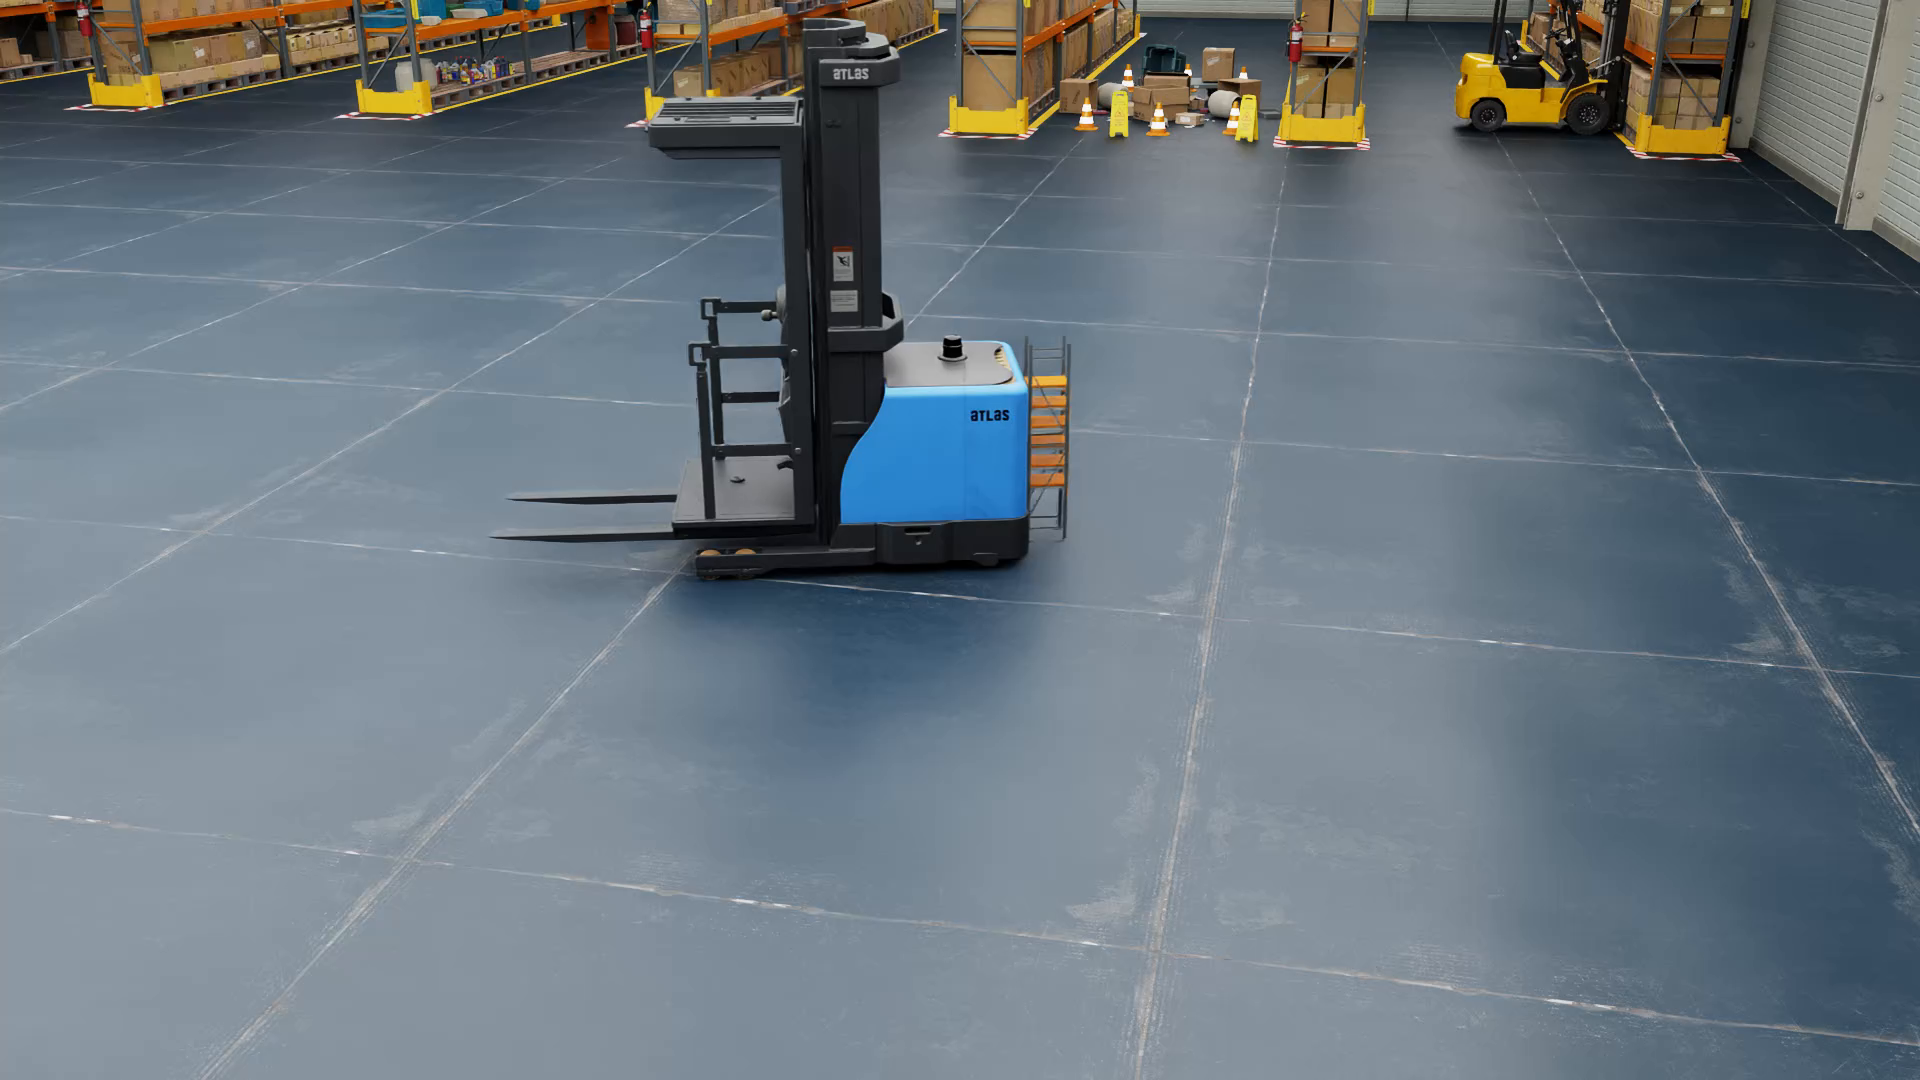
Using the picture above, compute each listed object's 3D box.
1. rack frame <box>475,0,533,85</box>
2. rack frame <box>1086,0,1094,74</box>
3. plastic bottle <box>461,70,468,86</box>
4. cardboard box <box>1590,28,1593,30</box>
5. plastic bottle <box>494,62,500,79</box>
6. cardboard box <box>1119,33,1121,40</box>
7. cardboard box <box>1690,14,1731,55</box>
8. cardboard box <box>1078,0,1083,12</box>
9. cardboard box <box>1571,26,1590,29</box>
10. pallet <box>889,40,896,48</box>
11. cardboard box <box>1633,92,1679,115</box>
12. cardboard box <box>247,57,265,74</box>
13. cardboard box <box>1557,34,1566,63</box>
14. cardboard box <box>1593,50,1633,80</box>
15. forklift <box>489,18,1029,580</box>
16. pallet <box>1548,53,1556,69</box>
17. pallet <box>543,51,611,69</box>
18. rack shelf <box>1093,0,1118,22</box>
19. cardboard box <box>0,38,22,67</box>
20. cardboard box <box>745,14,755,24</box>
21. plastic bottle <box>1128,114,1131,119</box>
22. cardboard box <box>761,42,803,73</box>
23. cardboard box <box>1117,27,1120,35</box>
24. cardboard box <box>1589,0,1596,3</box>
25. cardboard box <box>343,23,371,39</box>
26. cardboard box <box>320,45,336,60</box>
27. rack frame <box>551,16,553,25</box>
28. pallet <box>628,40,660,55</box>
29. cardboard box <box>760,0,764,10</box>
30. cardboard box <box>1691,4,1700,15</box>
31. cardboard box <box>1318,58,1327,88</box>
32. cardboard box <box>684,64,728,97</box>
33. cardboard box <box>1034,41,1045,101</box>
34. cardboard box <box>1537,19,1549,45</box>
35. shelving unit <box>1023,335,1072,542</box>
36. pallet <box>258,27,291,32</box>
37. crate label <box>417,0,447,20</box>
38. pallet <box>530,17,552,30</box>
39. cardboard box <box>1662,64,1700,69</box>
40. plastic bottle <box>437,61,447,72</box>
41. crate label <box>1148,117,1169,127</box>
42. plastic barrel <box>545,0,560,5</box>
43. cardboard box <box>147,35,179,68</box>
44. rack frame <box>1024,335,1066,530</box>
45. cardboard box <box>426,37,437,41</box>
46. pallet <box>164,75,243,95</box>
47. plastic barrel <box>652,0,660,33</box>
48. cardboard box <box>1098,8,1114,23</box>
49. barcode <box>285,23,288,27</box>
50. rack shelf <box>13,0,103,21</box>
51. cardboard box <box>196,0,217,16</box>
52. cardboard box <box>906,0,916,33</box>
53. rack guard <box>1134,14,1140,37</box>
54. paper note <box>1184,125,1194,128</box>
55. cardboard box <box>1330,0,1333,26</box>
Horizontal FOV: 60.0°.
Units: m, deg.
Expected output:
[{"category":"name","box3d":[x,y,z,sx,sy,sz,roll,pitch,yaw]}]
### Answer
[{"category":"rack frame","box3d":[-8.426,-9.866,30.336,1.000,3.000,0.127,4,22,11]},{"category":"rack frame","box3d":[2.074,-10.537,32.001,1.000,3.000,0.127,4,22,11]},{"category":"plastic bottle","box3d":[-8.567,-7.981,28.719,0.097,0.271,0.097,0,22,0]},{"category":"cardboard box","box3d":[12.599,-10.083,32.791,0.380,0.149,0.250,5,22,12]},{"category":"plastic bottle","box3d":[-8.307,-8.420,29.792,0.061,0.283,0.133,6,23,14]},{"category":"cardboard box","box3d":[3.333,-11.078,36.599,0.380,0.149,0.250,5,22,13]},{"category":"cardboard box","box3d":[10.541,-7.100,23.333,0.500,0.500,0.500,5,23,13]},{"category":"cardboard box","box3d":[1.939,-9.845,30.149,0.500,0.500,0.500,5,22,12]},{"category":"cardboard box","box3d":[12.051,-9.924,32.395,0.380,0.149,0.250,5,22,11]},{"category":"pallet","box3d":[-2.028,-10.833,36.470,1.003,0.211,1.213,4,22,11]},{"category":"cardboard box","box3d":[9.961,-6.247,23.798,0.500,0.250,0.500,4,22,10]},{"category":"cardboard box","box3d":[-13.267,-8.796,30.798,0.500,0.250,0.500,4,22,11]},{"category":"cardboard box","box3d":[11.981,-9.591,32.436,0.500,0.500,0.500,4,22,9]},{"category":"cardboard box","box3d":[11.246,-7.925,28.131,0.875,0.625,0.625,4,22,10]},{"category":"forklift","box3d":[-1.155,-1.340,9.258,3.031,2.935,1.130,-2,22,-4]},{"category":"pallet","box3d":[12.488,-9.688,33.627,1.003,0.211,1.213,4,22,11]},{"category":"pallet","box3d":[-7.806,-9.755,33.794,1.003,0.211,1.213,4,22,11]},{"category":"rack shelf","box3d":[2.482,-10.934,33.951,1.077,0.370,4.000,4,22,11]},{"category":"cardboard box","box3d":[-18.297,-9.284,31.646,0.500,0.500,0.500,3,22,7]},{"category":"cardboard box","box3d":[-3.654,-8.724,27.836,0.380,0.149,0.250,4,22,11]},{"category":"plastic bottle","box3d":[2.638,-6.777,26.598,0.133,0.061,0.283,-3,22,-8]},{"category":"cardboard box","box3d":[-3.315,-8.929,30.767,0.700,0.500,0.500,4,22,11]},{"category":"cardboard box","box3d":[3.277,-11.118,36.300,0.380,0.149,0.250,5,23,13]},{"category":"cardboard box","box3d":[11.243,-9.465,28.871,0.500,0.250,0.500,4,22,10]},{"category":"cardboard box","box3d":[-12.424,-10.487,34.245,0.500,0.311,0.500,4,22,10]},{"category":"cardboard box","box3d":[-12.741,-9.670,32.967,0.500,0.250,0.500,4,22,9]},{"category":"rack frame","box3d":[-10.826,-14.634,42.174,1.000,3.000,0.127,4,22,11]},{"category":"pallet","box3d":[-7.239,-10.772,36.318,1.003,0.211,1.213,4,22,11]},{"category":"cardboard box","box3d":[-3.866,-9.333,28.480,0.875,0.500,0.500,4,22,11]},{"category":"cardboard box","box3d":[10.479,-7.440,23.310,0.380,0.149,0.250,4,22,11]},{"category":"cardboard box","box3d":[5.429,-7.226,25.894,0.500,0.500,0.500,4,22,10]},{"category":"cardboard box","box3d":[-4.161,-7.510,27.268,0.500,0.500,0.500,11,24,25]},{"category":"cardboard box","box3d":[0.881,-7.728,27.310,0.875,0.875,0.875,5,22,11]},{"category":"cardboard box","box3d":[12.791,-10.875,35.623,0.700,0.500,0.500,4,22,9]},{"category":"shelving unit","box3d":[0.499,-0.583,9.696,0.258,1.200,0.189,-2,22,-5]},{"category":"pallet","box3d":[-16.576,-11.966,39.282,1.003,0.211,1.213,4,22,11]},{"category":"crate label","box3d":[-9.131,-9.114,28.420,0.502,0.435,0.616,4,22,11]},{"category":"pallet","box3d":[-11.003,-13.021,41.902,1.003,0.211,1.213,4,22,11]},{"category":"cardboard box","box3d":[10.774,-6.990,24.974,0.500,0.250,0.500,4,22,10]},{"category":"plastic bottle","box3d":[-9.160,-8.286,29.368,0.144,0.351,0.185,5,23,13]},{"category":"crate label","box3d":[3.077,-6.451,25.687,0.250,0.136,0.298,-7,23,-17]},{"category":"plastic barrel","box3d":[-7.866,-10.531,31.805,0.433,0.535,0.433,0,22,0]},{"category":"cardboard box","box3d":[-14.083,-8.635,29.394,0.500,0.500,0.500,4,22,11]},{"category":"rack frame","box3d":[0.490,-0.617,9.780,0.240,1.200,0.006,-2,22,-5]},{"category":"cardboard box","box3d":[-11.877,-11.272,36.585,0.500,0.500,0.500,4,22,10]},{"category":"pallet","box3d":[-13.724,-8.217,29.973,1.003,0.211,1.213,4,22,11]},{"category":"plastic barrel","box3d":[-6.921,-11.816,37.424,0.600,0.901,0.708,4,22,11]},{"category":"cardboard box","box3d":[2.986,-11.091,35.157,0.500,0.250,0.500,4,22,9]},{"category":"barcode","box3d":[-12.815,-9.797,31.636,0.001,0.075,0.075,4,22,11]},{"category":"rack shelf","box3d":[-17.716,-11.019,34.162,1.077,0.370,4.000,4,22,11]},{"category":"cardboard box","box3d":[-13.670,-9.565,29.454,0.700,0.500,0.500,5,23,13]},{"category":"cardboard box","box3d":[-1.548,-12.188,38.384,0.875,0.875,0.875,4,22,11]},{"category":"rack guard","box3d":[3.691,-12.275,39.663,1.175,0.500,0.348,4,22,11]},{"category":"paper note","box3d":[3.552,-6.391,25.681,0.148,0.019,0.142,-3,22,-8]},{"category":"cardboard box","box3d":[5.977,-8.170,25.591,0.500,0.500,0.500,4,22,10]}]
